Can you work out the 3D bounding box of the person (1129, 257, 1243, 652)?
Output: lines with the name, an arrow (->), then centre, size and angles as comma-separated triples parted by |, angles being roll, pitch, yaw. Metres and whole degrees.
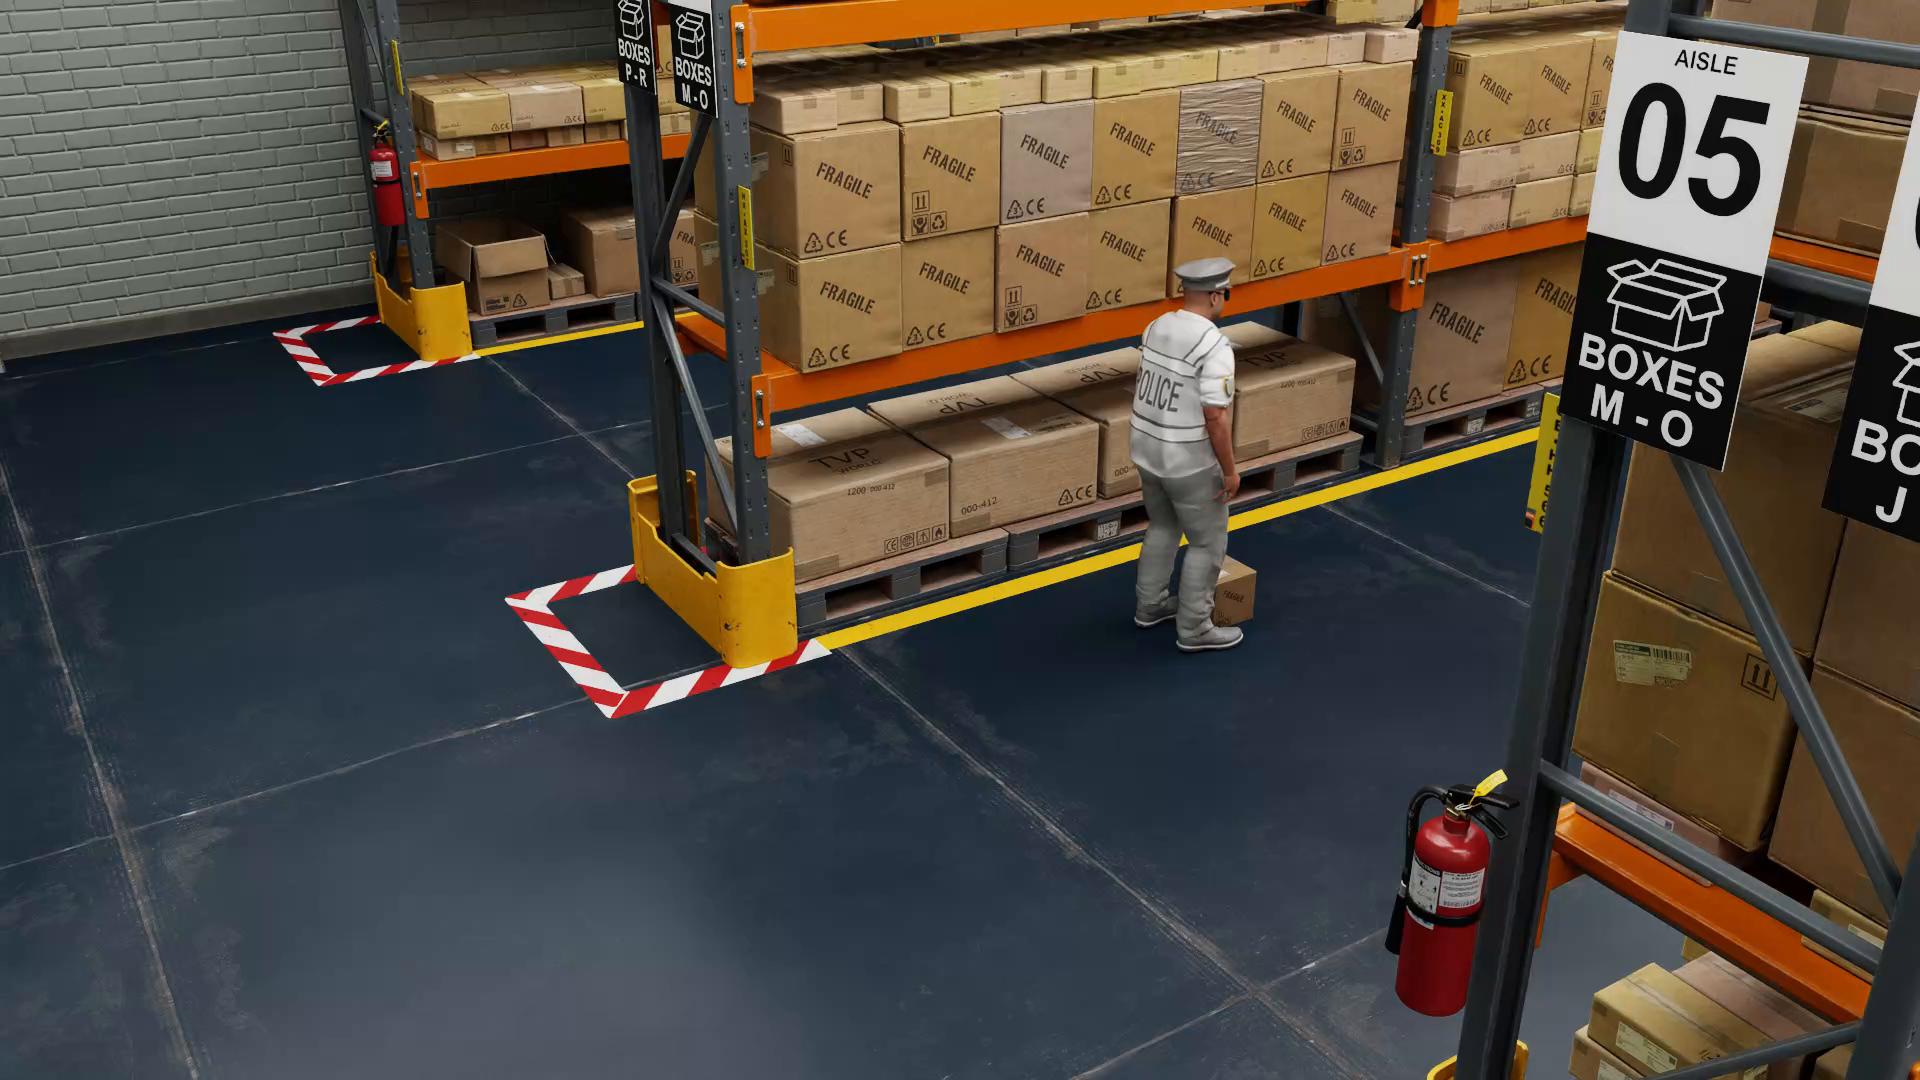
person -> 0.992, -0.370, 7.393 | 0.436, 1.748, 0.586 | -15, 29, -29
